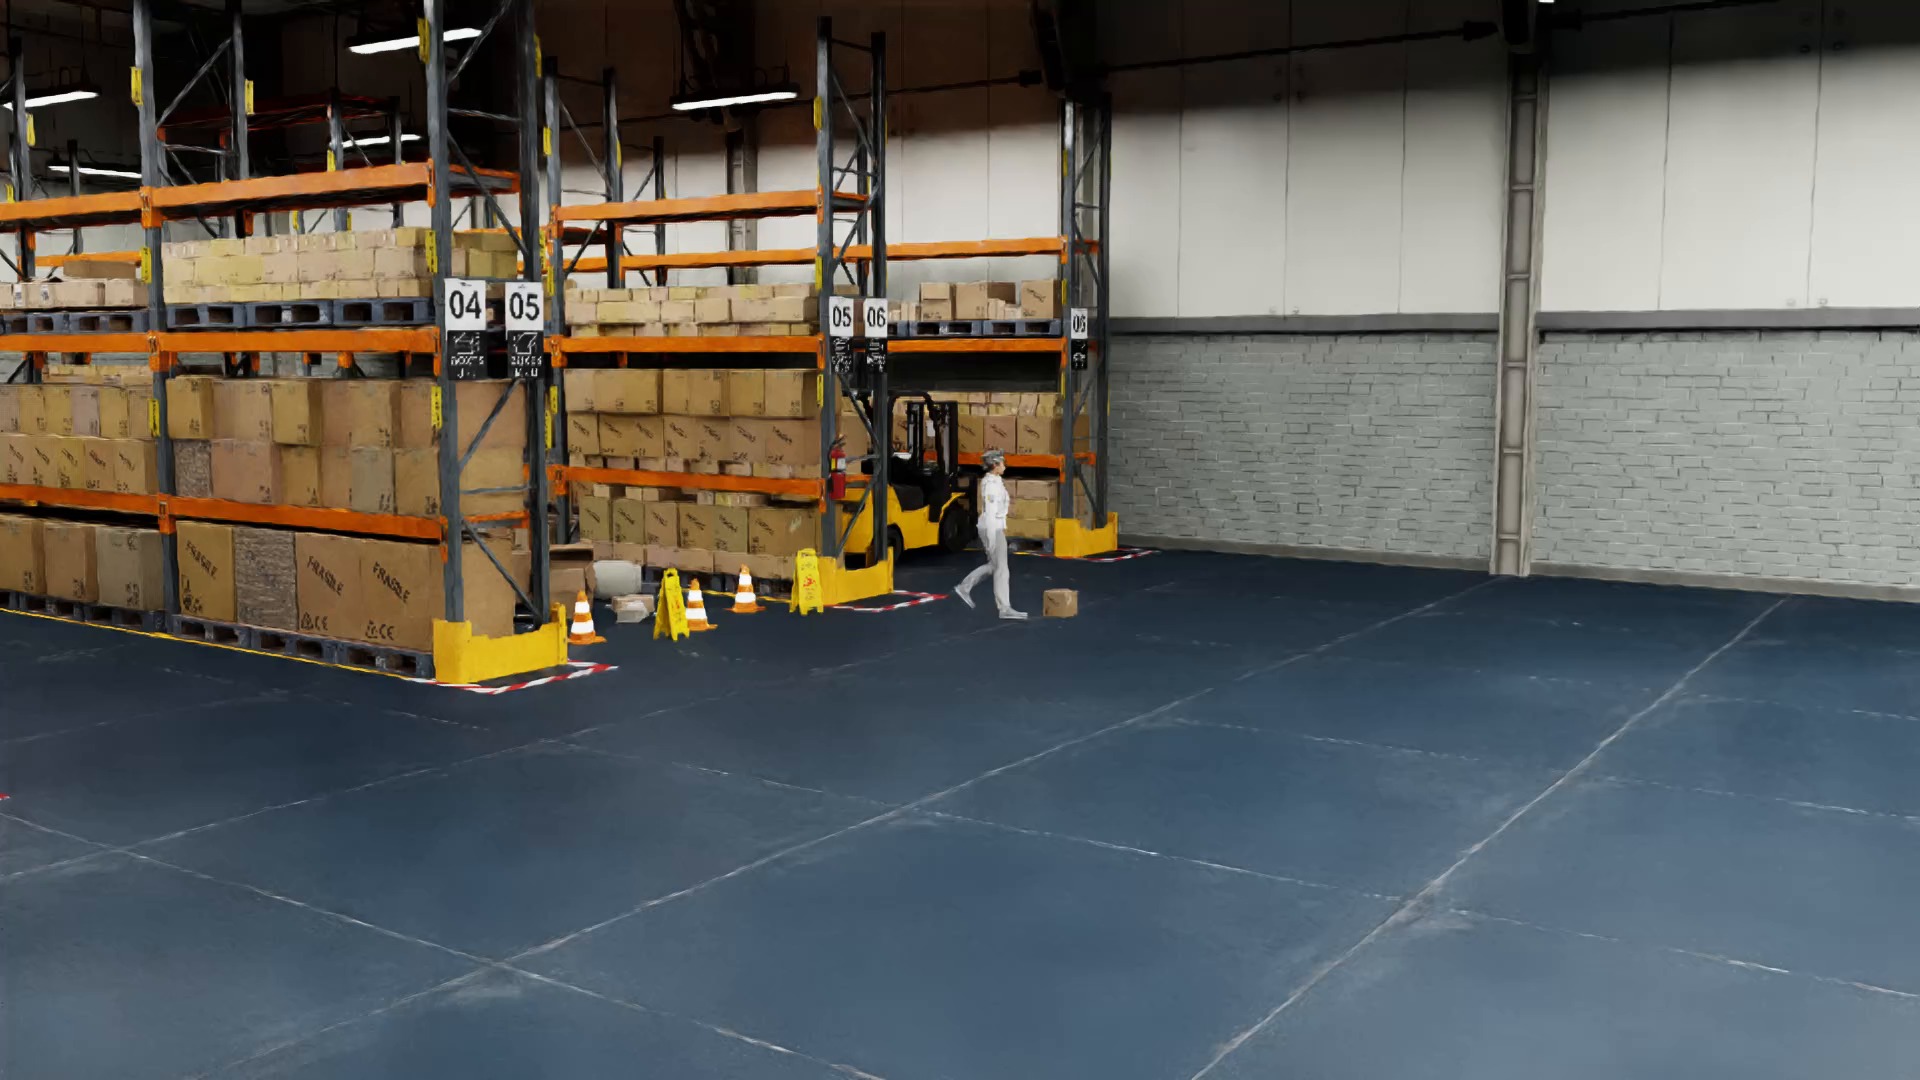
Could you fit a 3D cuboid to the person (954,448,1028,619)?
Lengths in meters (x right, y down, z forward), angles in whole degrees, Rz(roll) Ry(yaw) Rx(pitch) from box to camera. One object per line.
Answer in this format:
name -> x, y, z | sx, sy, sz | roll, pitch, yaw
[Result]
person -> 0.310, -0.073, 16.478 | 0.671, 1.669, 0.540 | -1, 6, -7
